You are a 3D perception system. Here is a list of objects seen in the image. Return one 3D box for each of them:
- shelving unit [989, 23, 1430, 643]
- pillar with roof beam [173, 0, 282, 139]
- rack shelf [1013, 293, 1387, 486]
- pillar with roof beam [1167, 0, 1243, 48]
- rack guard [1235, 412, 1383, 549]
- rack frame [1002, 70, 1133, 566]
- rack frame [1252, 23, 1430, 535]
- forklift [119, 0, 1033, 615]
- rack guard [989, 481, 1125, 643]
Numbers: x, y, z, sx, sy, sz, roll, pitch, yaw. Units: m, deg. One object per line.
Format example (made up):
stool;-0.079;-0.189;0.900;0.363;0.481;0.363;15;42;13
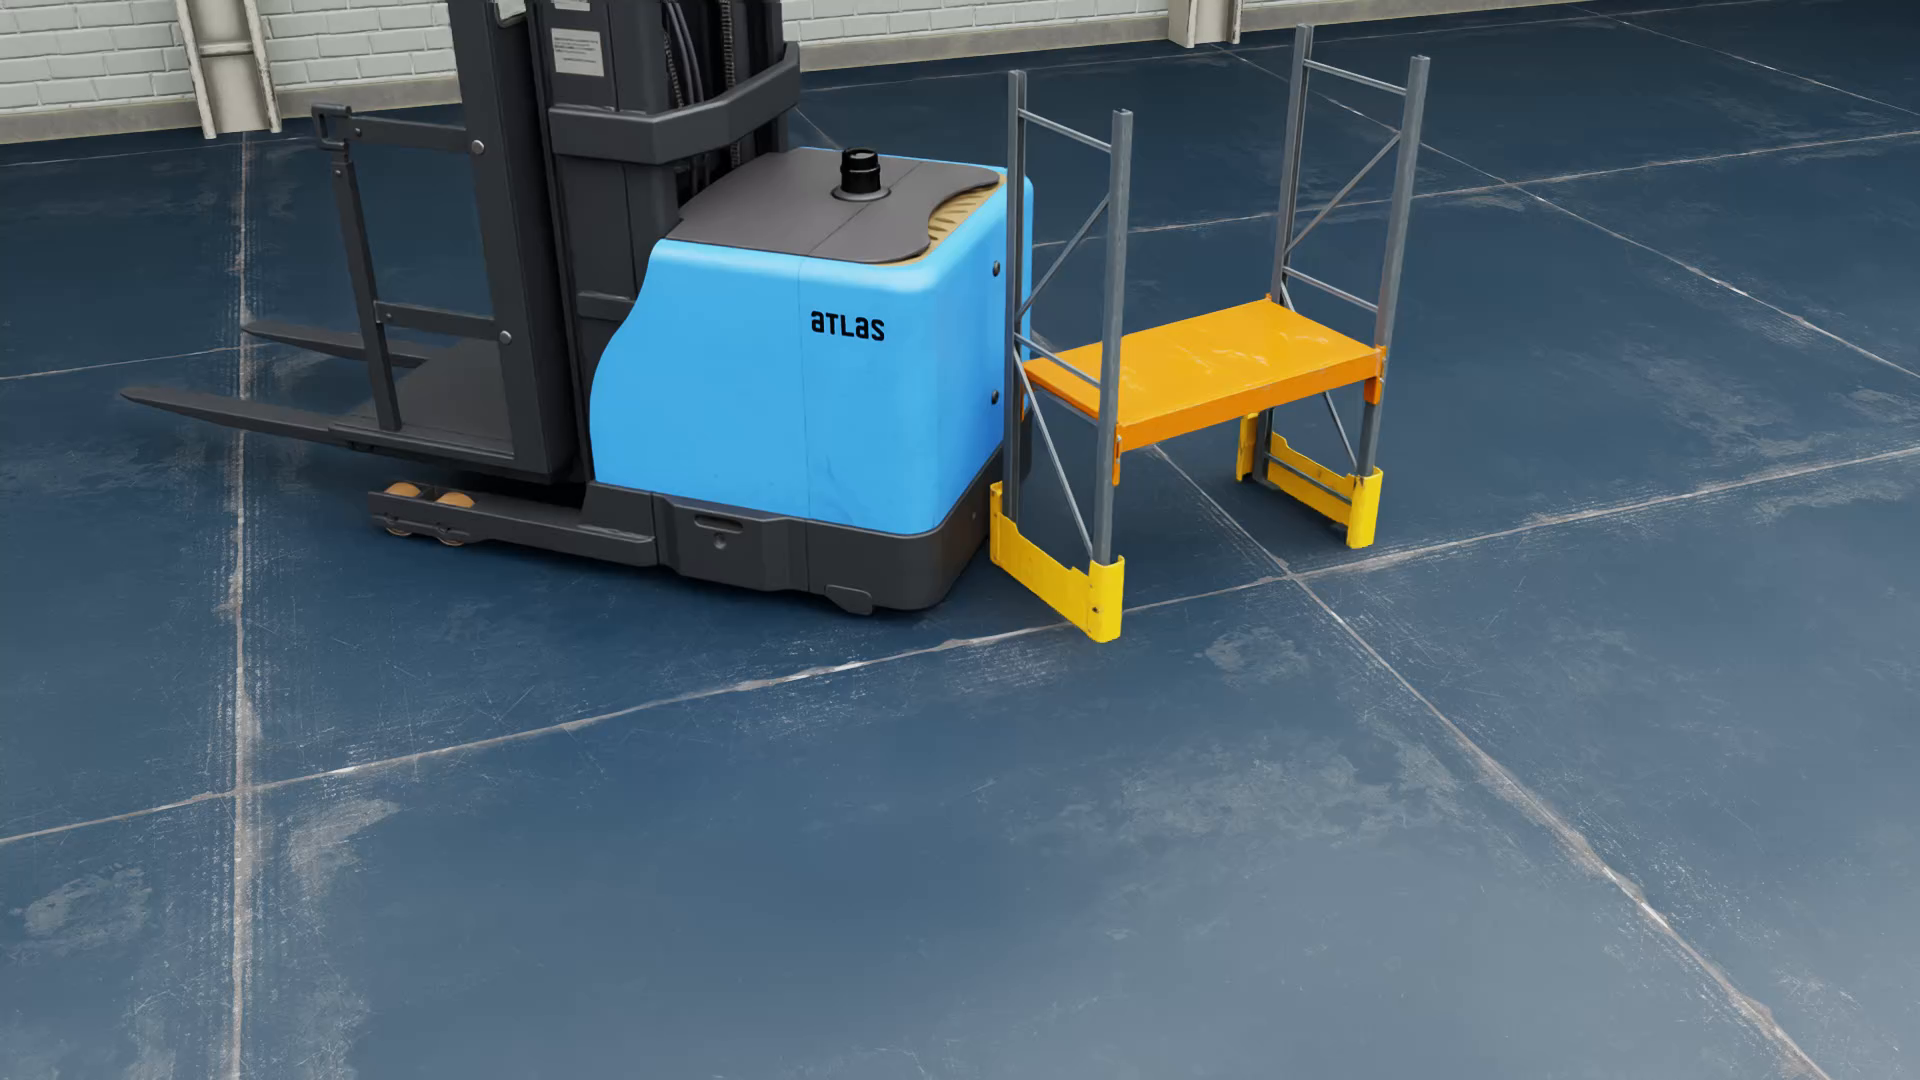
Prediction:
shelving unit;0.695;-0.620;4.824;1.083;1.500;0.587;-18;34;-28
pillar with roof beam;-2.501;-4.214;3.557;0.400;9.000;9.100;-10;31;-18
rack shelf;0.703;-0.466;4.917;1.000;0.185;0.538;-18;34;-28
pillar with roof beam;3.123;-5.250;5.374;0.400;9.000;9.100;-10;31;-18
rack guard;1.115;-0.210;5.366;0.087;0.250;0.587;-18;34;-28
rack frame;0.274;-0.487;4.590;0.032;1.500;0.500;-18;34;-28
rack frame;1.132;-0.758;5.065;0.032;1.500;0.500;-18;34;-28
forklift;-1.337;-1.489;4.902;3.031;2.935;1.130;10;31;17
rack guard;0.276;0.055;4.900;0.087;0.250;0.587;-18;34;-28
